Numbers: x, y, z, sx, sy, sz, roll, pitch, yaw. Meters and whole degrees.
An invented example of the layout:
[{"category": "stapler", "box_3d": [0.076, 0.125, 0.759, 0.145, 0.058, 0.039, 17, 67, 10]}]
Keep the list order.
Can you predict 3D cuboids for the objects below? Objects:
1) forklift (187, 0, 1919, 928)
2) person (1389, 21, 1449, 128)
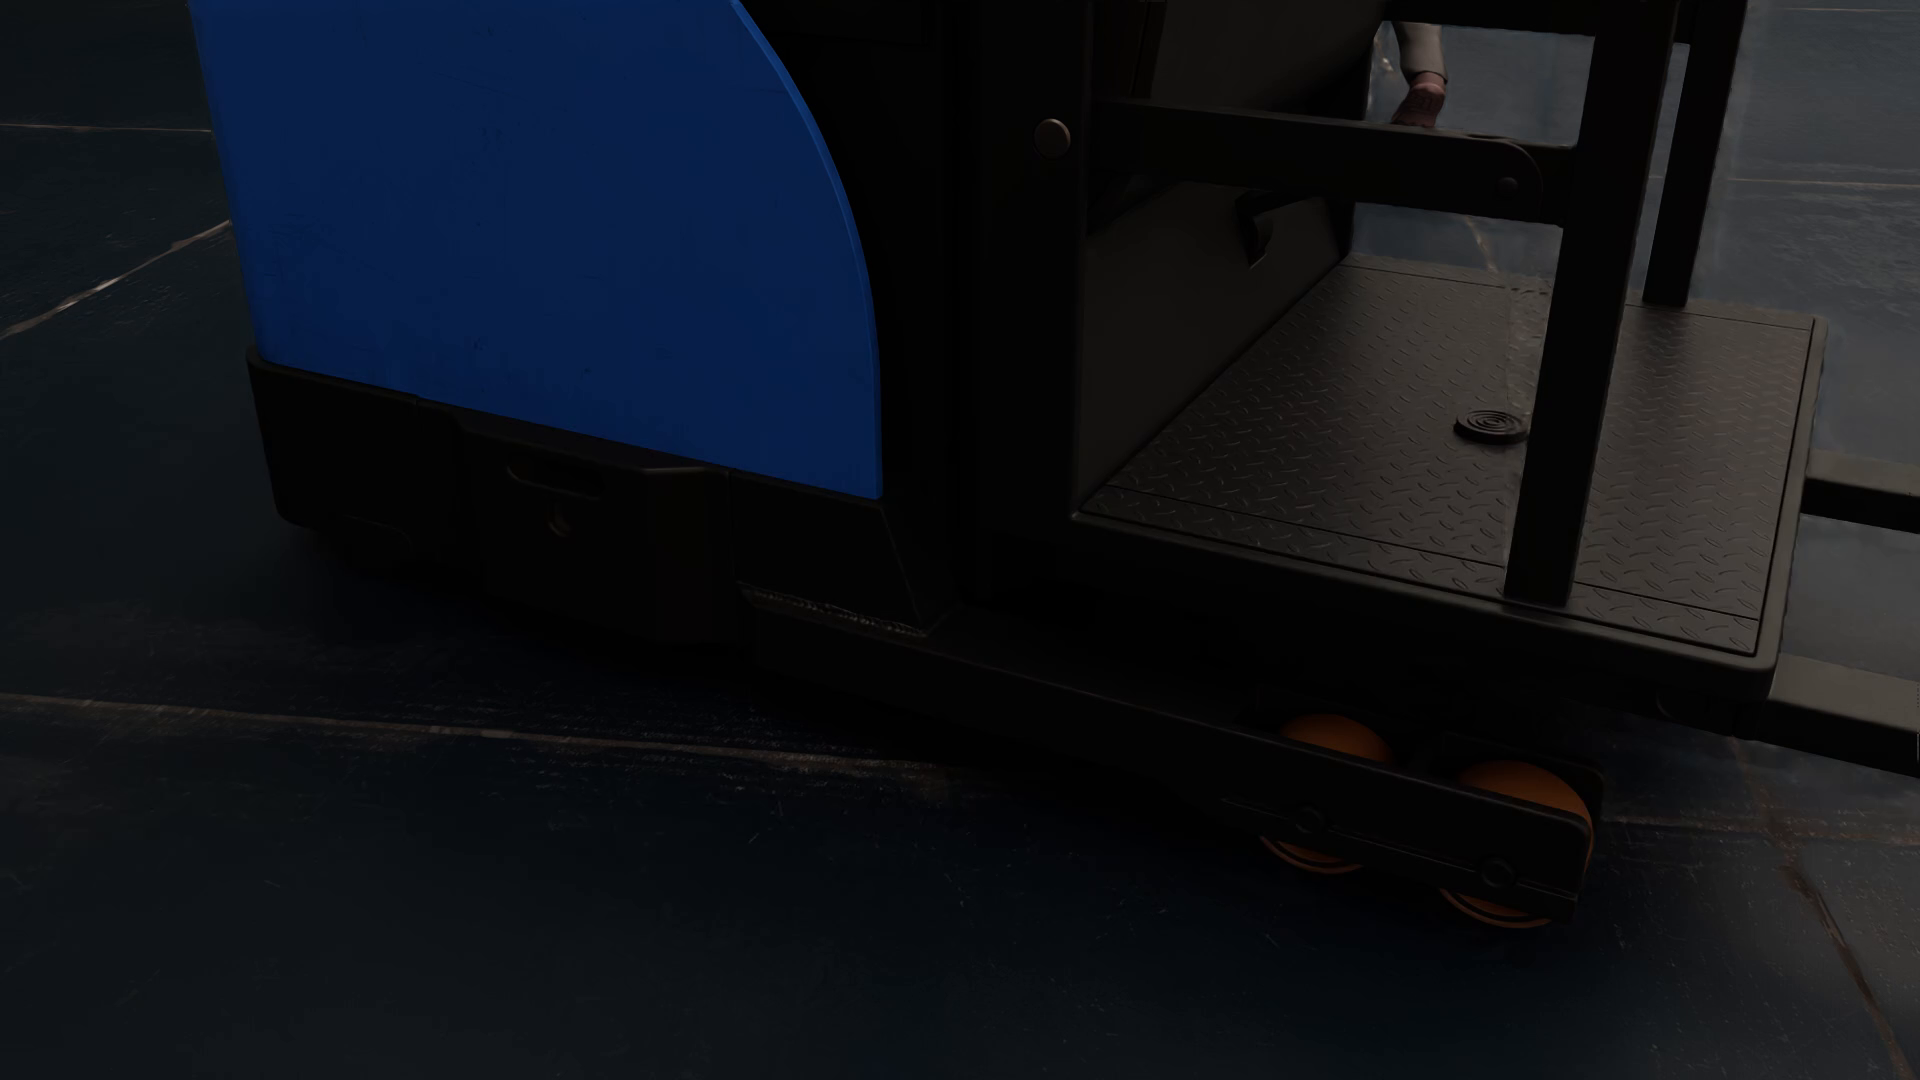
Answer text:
[{"category": "forklift", "box_3d": [0.542, -1.187, 1.595, 3.031, 2.935, 1.130, 13, 29, 24]}, {"category": "person", "box_3d": [1.100, -1.855, 4.440, 0.576, 1.603, 0.603, 0, 27, 0]}]
